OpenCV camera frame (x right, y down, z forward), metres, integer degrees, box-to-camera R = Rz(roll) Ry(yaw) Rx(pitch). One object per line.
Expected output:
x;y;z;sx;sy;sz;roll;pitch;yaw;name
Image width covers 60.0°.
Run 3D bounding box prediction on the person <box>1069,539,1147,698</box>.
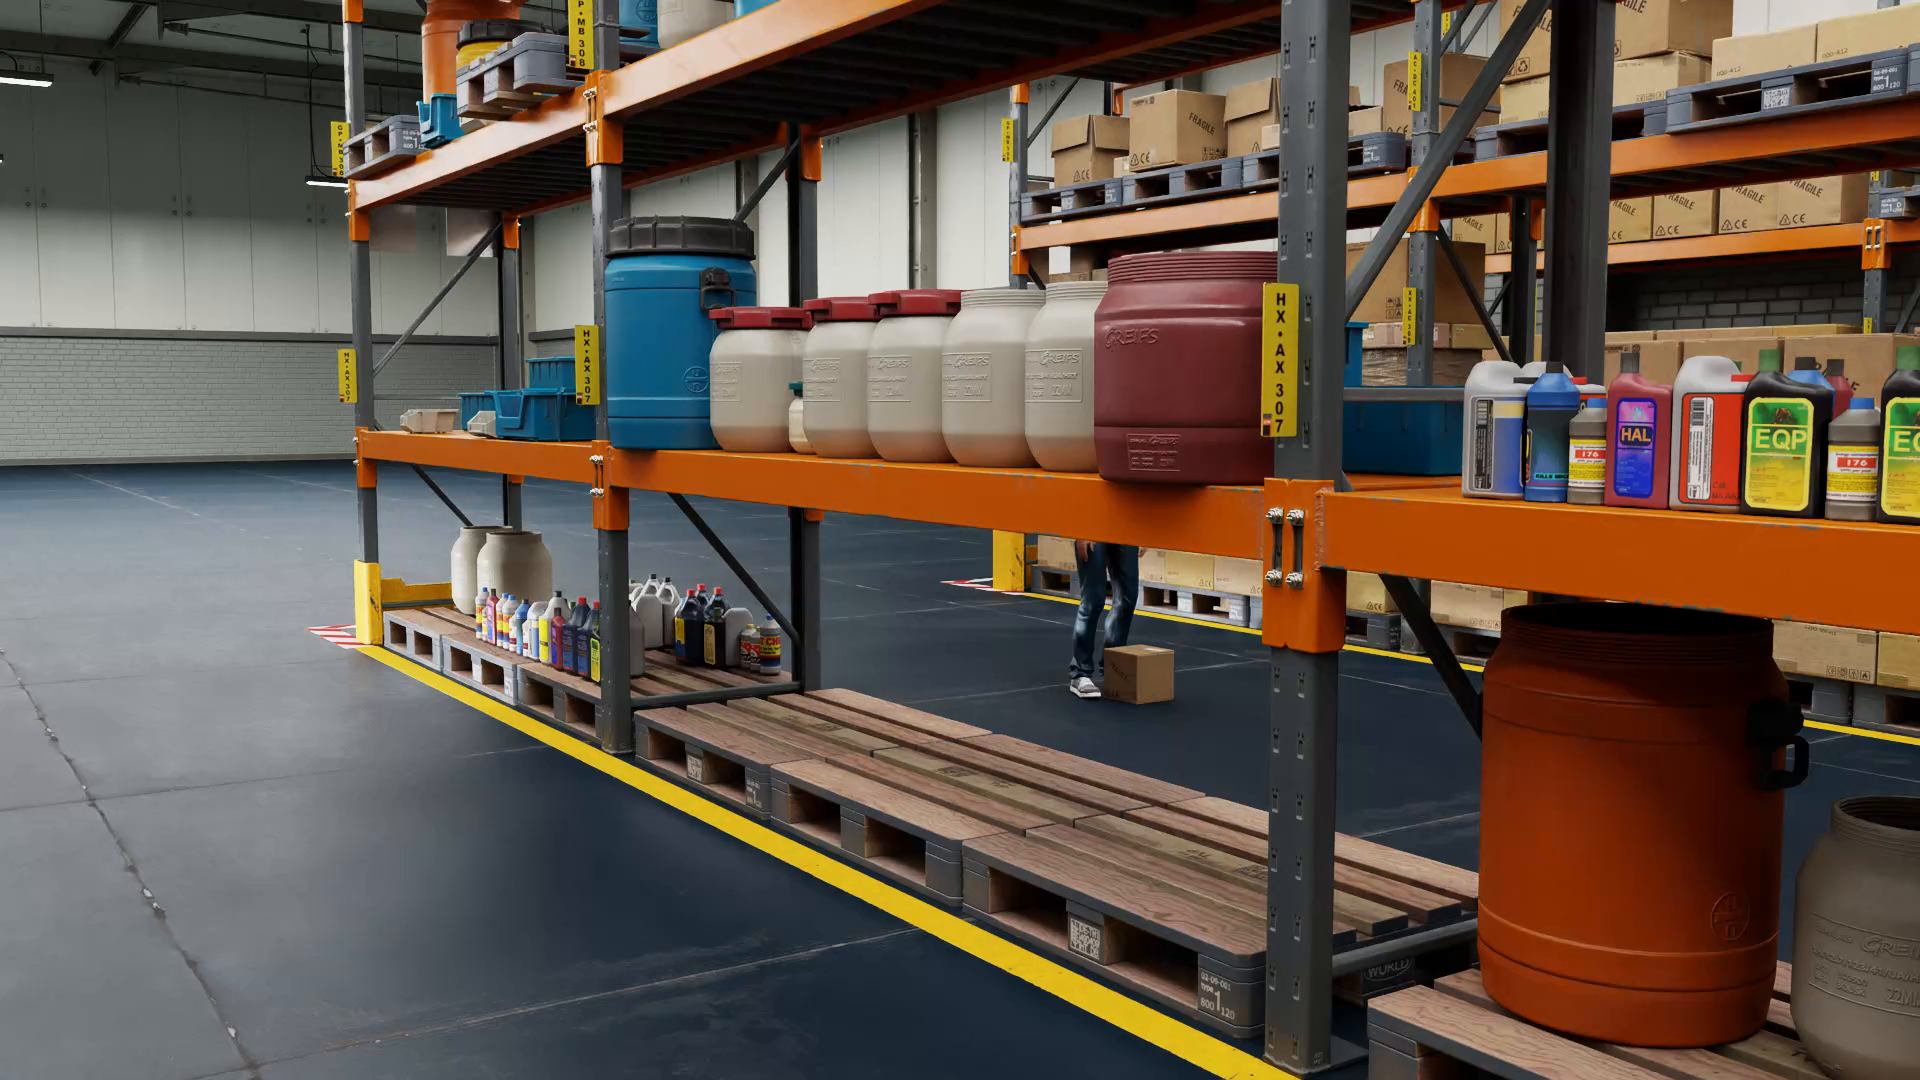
0.758;-0.012;8.456;0.468;1.591;0.350;-3;6;-34;person
